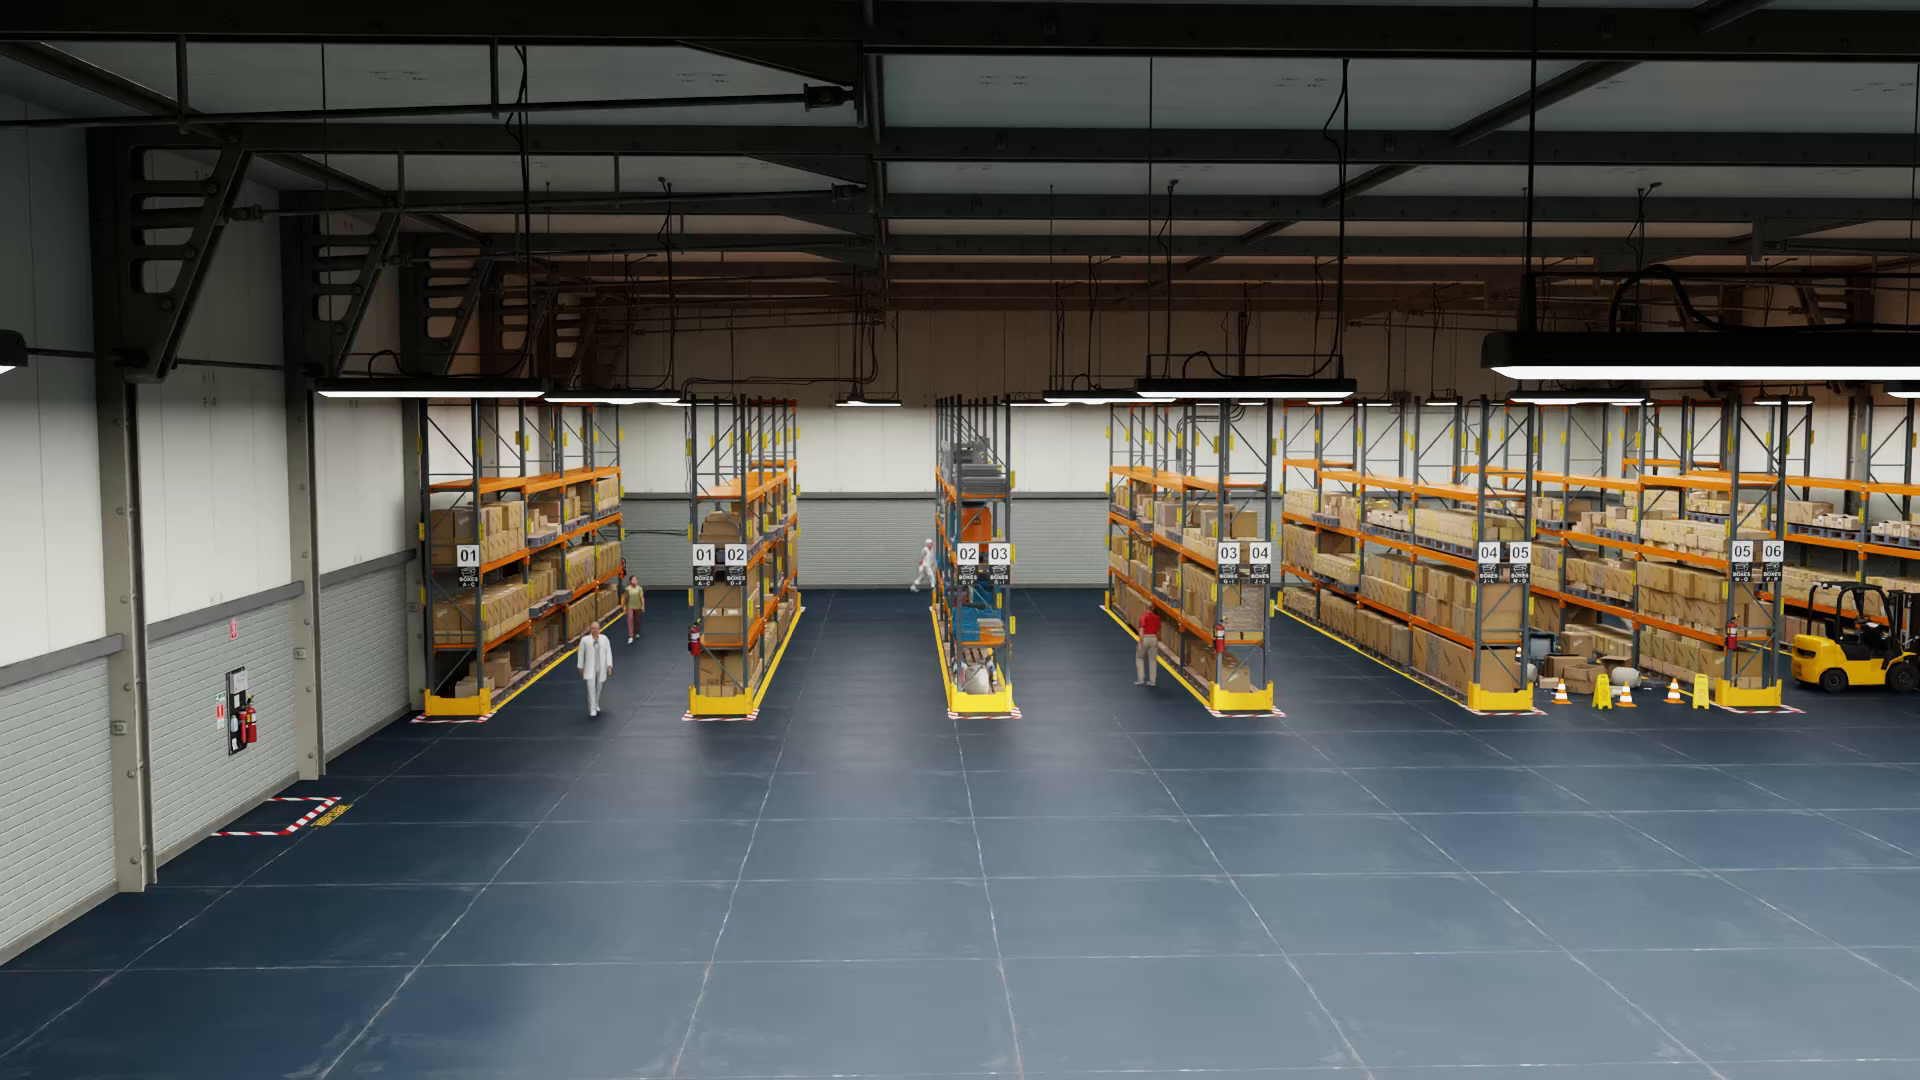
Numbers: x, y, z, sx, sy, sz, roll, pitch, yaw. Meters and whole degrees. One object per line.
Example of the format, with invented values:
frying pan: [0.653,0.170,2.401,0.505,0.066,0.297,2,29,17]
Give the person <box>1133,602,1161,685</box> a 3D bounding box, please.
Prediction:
person: [3.921,2.182,34.459,0.547,1.777,0.609,-1,5,-12]

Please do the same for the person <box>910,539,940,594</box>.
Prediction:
person: [-1.011,0.817,51.466,1.143,1.730,0.499,1,5,16]

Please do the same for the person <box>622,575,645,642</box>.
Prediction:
person: [-8.043,1.673,40.963,0.531,1.605,1.072,-1,5,-12]

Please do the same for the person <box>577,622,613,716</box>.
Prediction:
person: [-6.781,2.392,31.016,0.600,1.729,1.105,-3,5,-30]

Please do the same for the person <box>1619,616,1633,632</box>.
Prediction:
person: [16.730,1.593,41.568,0.651,1.741,0.650,-2,5,-27]
